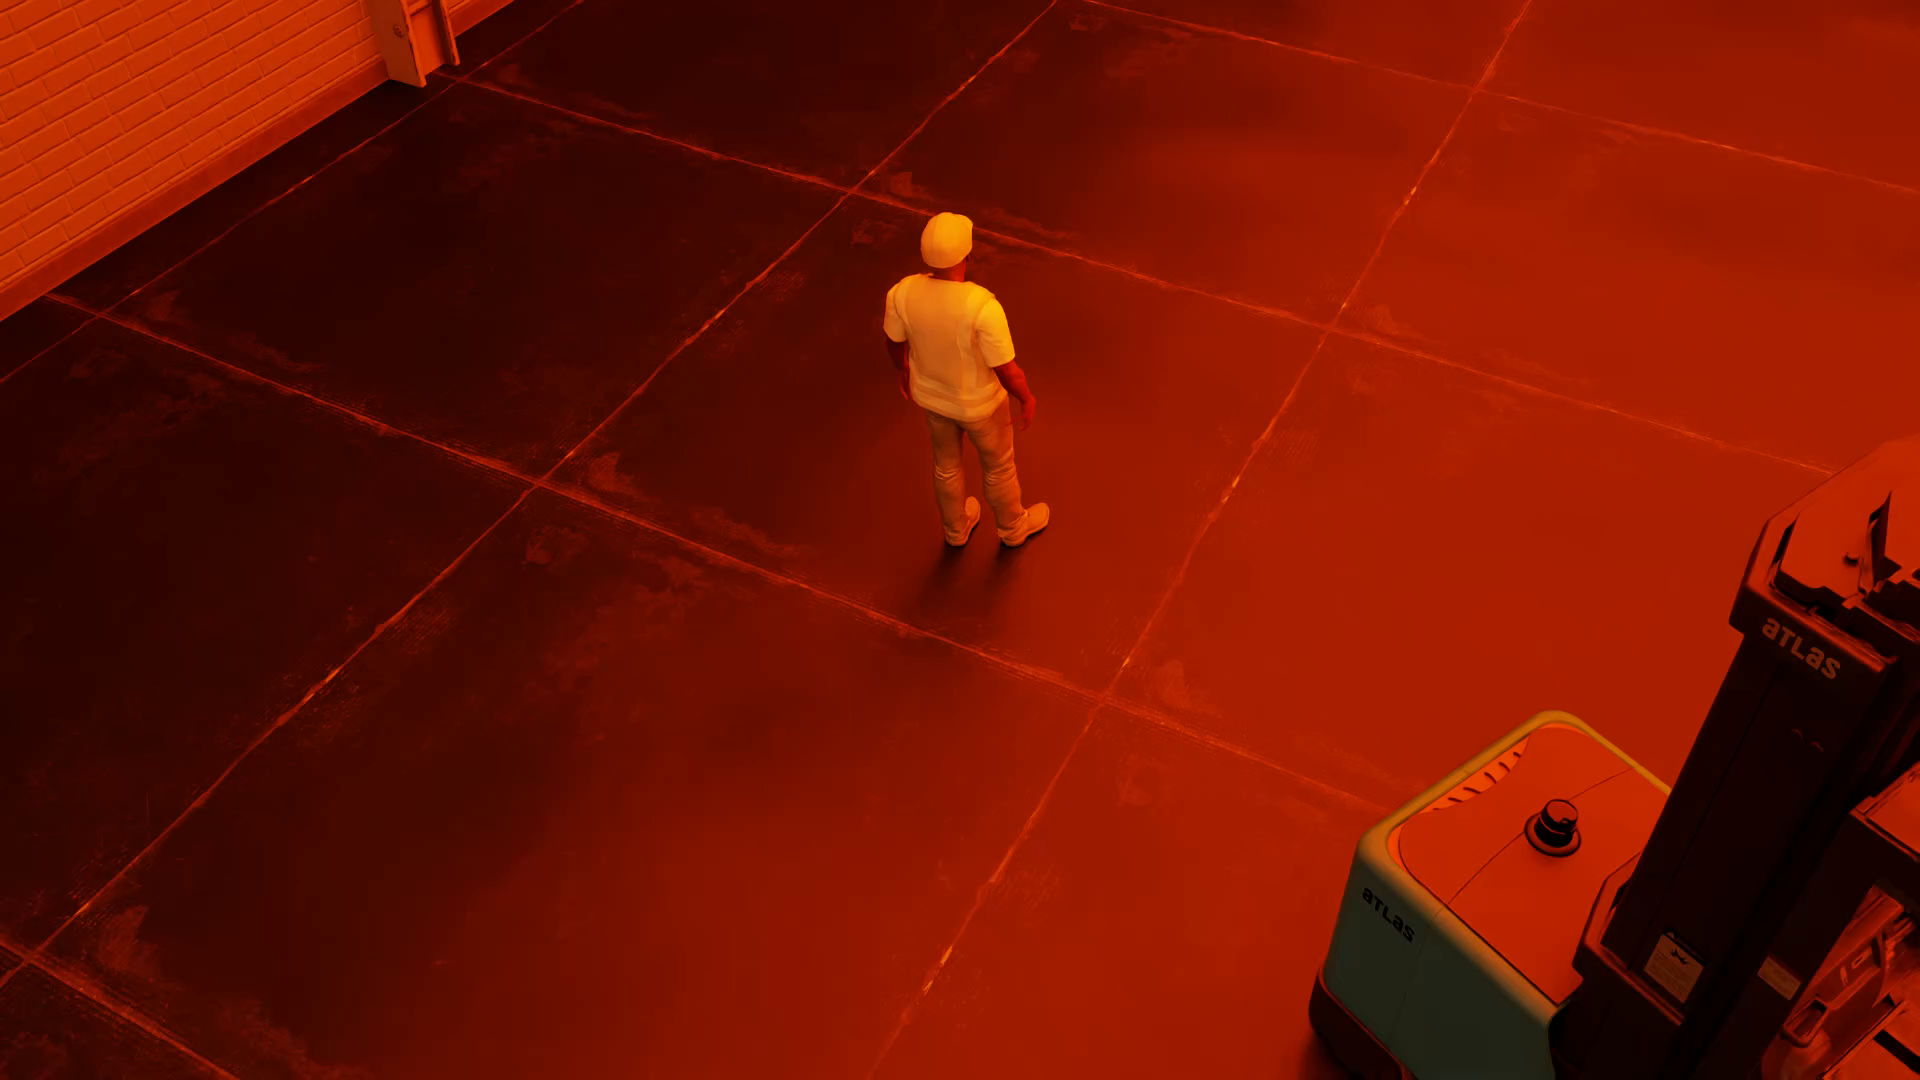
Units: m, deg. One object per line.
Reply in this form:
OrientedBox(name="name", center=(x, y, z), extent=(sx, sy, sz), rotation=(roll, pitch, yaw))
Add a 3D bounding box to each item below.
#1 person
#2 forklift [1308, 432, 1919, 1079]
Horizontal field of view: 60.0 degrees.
OrientedBox(name="person", center=(0.038, -0.689, 7.224), extent=(0.665, 1.768, 0.575), rotation=(20, 47, 20))
OrientedBox(name="forklift", center=(2.514, 1.276, 4.299), extent=(1.130, 2.935, 3.031), rotation=(-27, 49, -26))
